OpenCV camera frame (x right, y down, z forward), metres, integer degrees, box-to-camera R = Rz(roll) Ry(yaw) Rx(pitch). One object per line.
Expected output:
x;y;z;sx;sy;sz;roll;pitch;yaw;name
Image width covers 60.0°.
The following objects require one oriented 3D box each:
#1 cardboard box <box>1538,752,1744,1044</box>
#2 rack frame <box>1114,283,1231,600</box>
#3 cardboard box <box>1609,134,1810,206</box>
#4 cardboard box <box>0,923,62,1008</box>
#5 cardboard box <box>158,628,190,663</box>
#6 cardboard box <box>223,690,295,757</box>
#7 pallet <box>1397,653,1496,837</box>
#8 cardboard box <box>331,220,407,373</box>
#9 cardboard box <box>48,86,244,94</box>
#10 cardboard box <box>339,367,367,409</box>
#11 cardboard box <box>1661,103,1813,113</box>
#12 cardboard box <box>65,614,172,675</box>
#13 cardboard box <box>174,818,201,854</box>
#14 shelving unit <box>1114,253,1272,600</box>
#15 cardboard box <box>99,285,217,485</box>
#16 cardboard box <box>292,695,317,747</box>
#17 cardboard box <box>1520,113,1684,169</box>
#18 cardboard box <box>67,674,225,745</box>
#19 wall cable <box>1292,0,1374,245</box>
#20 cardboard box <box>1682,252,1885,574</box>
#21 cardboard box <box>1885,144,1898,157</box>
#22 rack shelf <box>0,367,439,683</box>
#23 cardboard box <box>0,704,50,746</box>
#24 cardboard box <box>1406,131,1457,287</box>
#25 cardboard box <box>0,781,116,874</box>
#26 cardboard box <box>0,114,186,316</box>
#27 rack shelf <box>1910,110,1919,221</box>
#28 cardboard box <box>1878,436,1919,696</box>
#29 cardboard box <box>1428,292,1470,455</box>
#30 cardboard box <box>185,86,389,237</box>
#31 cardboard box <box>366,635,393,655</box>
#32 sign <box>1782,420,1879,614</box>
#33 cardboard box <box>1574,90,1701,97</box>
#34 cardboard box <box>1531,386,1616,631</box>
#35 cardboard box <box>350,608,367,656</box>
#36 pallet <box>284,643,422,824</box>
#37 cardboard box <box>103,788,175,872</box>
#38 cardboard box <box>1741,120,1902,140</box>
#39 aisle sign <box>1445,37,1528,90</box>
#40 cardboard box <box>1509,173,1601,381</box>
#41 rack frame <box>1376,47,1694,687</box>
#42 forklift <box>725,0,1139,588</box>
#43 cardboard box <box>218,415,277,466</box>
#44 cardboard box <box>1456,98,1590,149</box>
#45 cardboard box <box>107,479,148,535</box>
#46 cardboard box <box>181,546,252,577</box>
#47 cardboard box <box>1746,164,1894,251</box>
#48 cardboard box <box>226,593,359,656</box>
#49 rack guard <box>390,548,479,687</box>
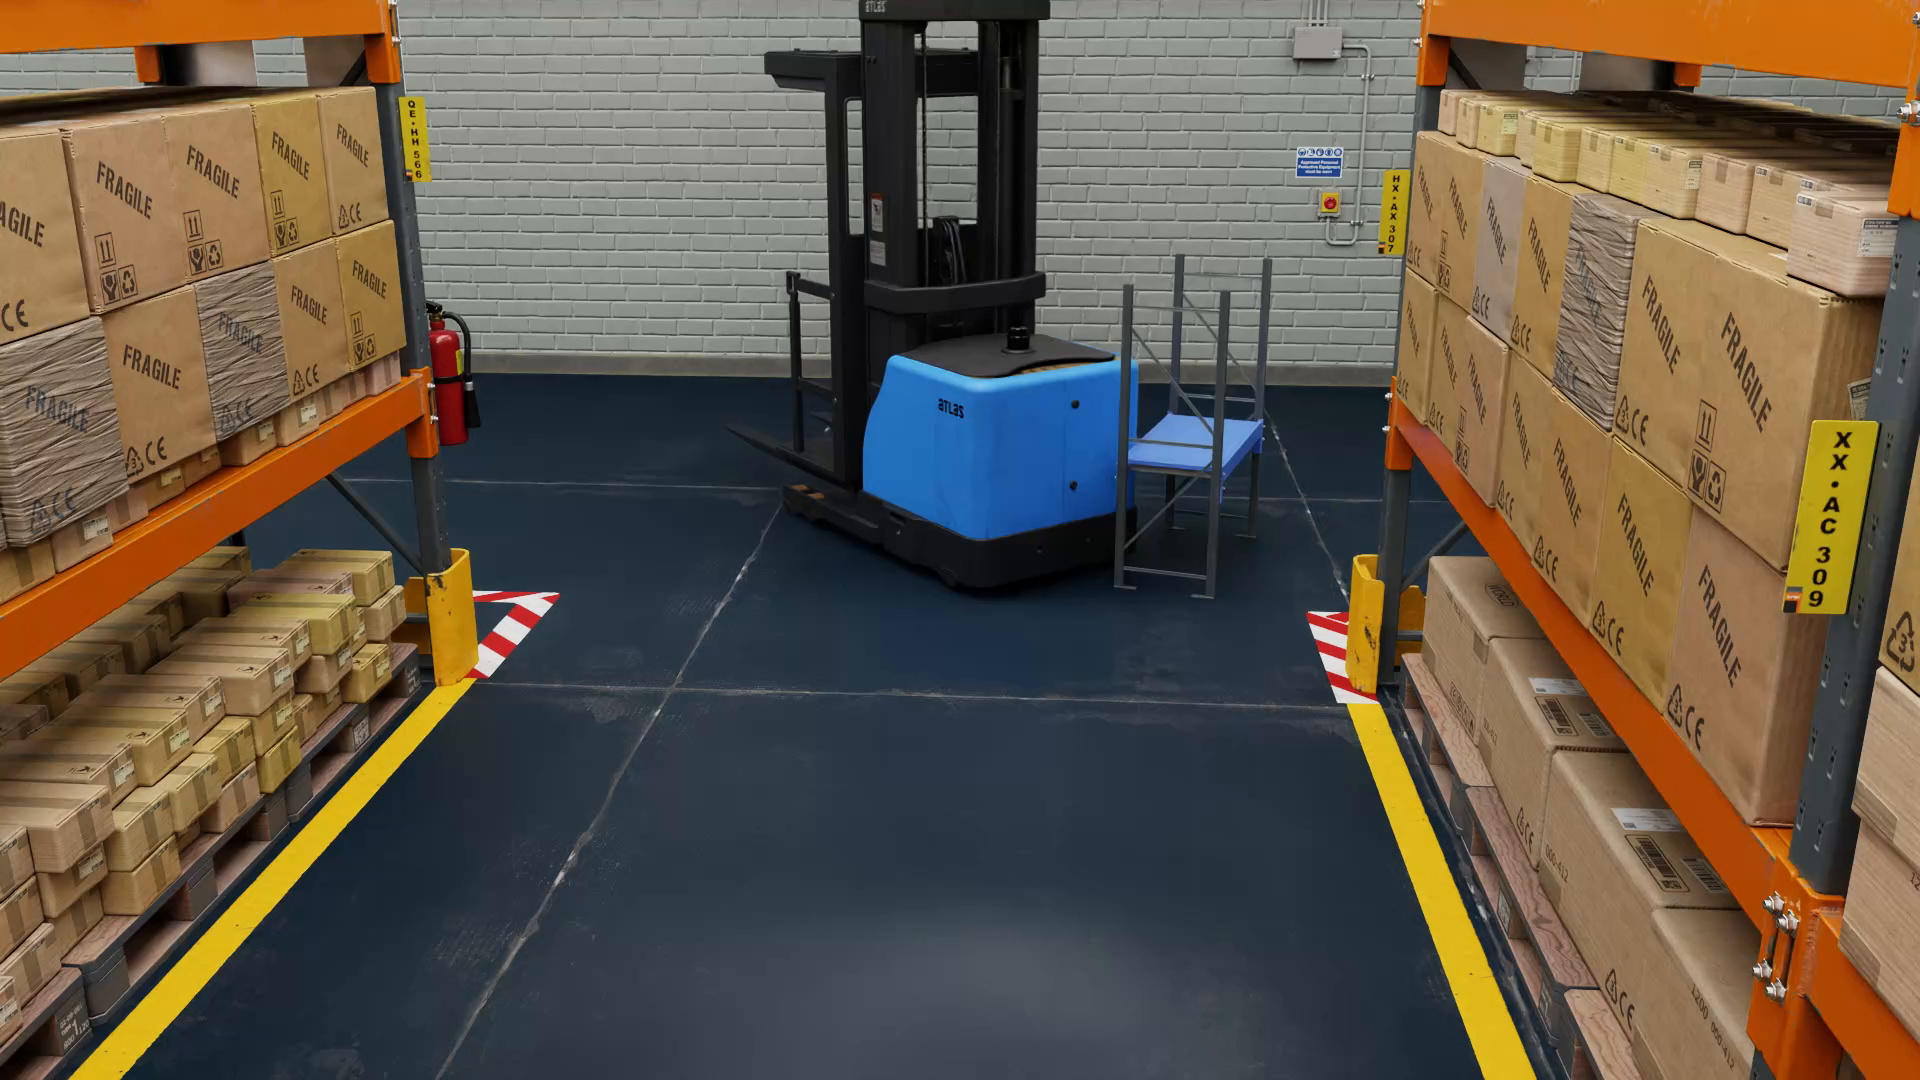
2.177;0.974;4.573;0.875;0.438;0.875;1;18;2;cardboard box
0.998;-0.454;7.900;0.500;1.500;0.032;7;19;20;rack frame
1.820;-0.903;4.052;0.380;0.149;0.250;1;18;3;cardboard box
-2.684;1.156;4.482;0.380;0.149;0.250;1;18;3;cardboard box
-2.996;0.438;6.195;0.380;0.149;0.250;2;18;5;cardboard box
-2.510;0.612;5.664;0.380;0.149;0.250;2;18;5;cardboard box
2.268;0.760;6.266;1.003;0.211;1.213;1;18;4;pallet
-2.472;-0.938;6.331;0.500;0.500;0.500;2;18;5;cardboard box
-2.994;-1.425;6.211;0.500;0.500;0.500;1;18;4;cardboard box
-2.494;-0.591;6.314;0.380;0.149;0.250;1;18;4;cardboard box
2.434;-1.292;5.240;0.380;0.149;0.250;2;18;5;cardboard box
-3.054;0.376;5.908;0.380;0.149;0.250;0;18;1;cardboard box
-2.642;0.910;5.233;0.380;0.149;0.250;2;18;5;cardboard box
1.178;-0.602;8.352;0.538;1.500;1.048;7;19;20;shelving unit
-2.587;-0.466;4.890;0.500;0.500;0.500;2;18;7;cardboard box
-2.554;0.668;5.971;0.380;0.149;0.250;1;18;4;cardboard box
1.838;-1.140;4.776;0.380;0.149;0.250;1;18;4;cardboard box
-2.624;0.551;5.373;0.380;0.149;0.250;1;18;2;cardboard box
2.629;-3.065;11.778;0.585;1.953;0.123;1;18;4;wall cable
1.719;-0.249;3.098;0.500;0.500;0.500;1;18;3;cardboard box
2.348;-0.814;3.783;0.380;0.149;0.250;1;18;2;cardboard box
-2.840;0.068;5.052;1.077;0.370;4.000;1;18;4;rack shelf
-3.071;0.622;5.155;0.380;0.149;0.250;1;18;4;cardboard box
1.929;-1.195;5.988;0.500;0.500;0.500;1;18;3;cardboard box
-2.609;0.795;4.628;0.380;0.149;0.250;2;18;5;cardboard box
-2.581;-0.928;4.693;0.500;0.500;0.500;1;18;2;cardboard box
1.818;-0.036;0.553;1.077;0.370;4.000;1;18;4;rack shelf
1.643;0.034;2.235;0.500;0.500;0.500;1;18;5;cardboard box
1.918;-0.563;5.662;0.500;0.500;0.500;1;18;3;cardboard box
-2.482;-1.411;6.168;0.500;0.500;0.500;1;18;3;cardboard box
-2.527;0.429;6.702;0.380;0.149;0.250;2;18;5;cardboard box
1.407;-0.034;2.693;0.100;0.325;0.005;1;18;4;sign
2.422;-1.531;5.969;0.380;0.149;0.250;2;18;5;cardboard box
1.792;-0.087;4.210;0.500;0.500;0.500;1;18;3;cardboard box
-2.523;0.369;6.405;0.380;0.149;0.250;1;18;3;cardboard box
-2.796;0.706;6.431;1.003;0.211;1.213;1;18;4;pallet
-2.582;0.853;4.928;0.380;0.149;0.250;1;18;3;cardboard box
2.347;-1.052;4.508;0.380;0.149;0.250;2;18;6;cardboard box
1.964;-2.080;6.278;0.394;0.787;0.004;1;18;4;aisle sign
1.835;-0.720;4.536;0.500;0.500;0.500;1;18;4;cardboard box
2.248;-0.816;6.595;1.000;3.000;0.127;1;18;4;rack frame
-0.340;-1.564;8.988;1.130;2.935;3.031;-12;22;-32;forklift
-2.540;-0.352;5.584;0.380;0.149;0.250;0;18;1;cardboard box
1.865;-1.381;5.513;0.380;0.149;0.250;2;18;6;cardboard box
-2.618;-0.108;4.839;0.380;0.149;0.250;2;18;6;cardboard box
-3.073;0.133;6.649;0.380;0.149;0.250;0;18;1;cardboard box
1.820;-0.664;3.323;0.380;0.149;0.250;1;18;4;cardboard box
-2.449;0.308;6.115;0.380;0.149;0.250;1;18;3;cardboard box
-2.702;0.317;7.153;1.175;0.500;0.348;1;18;4;rack guard
